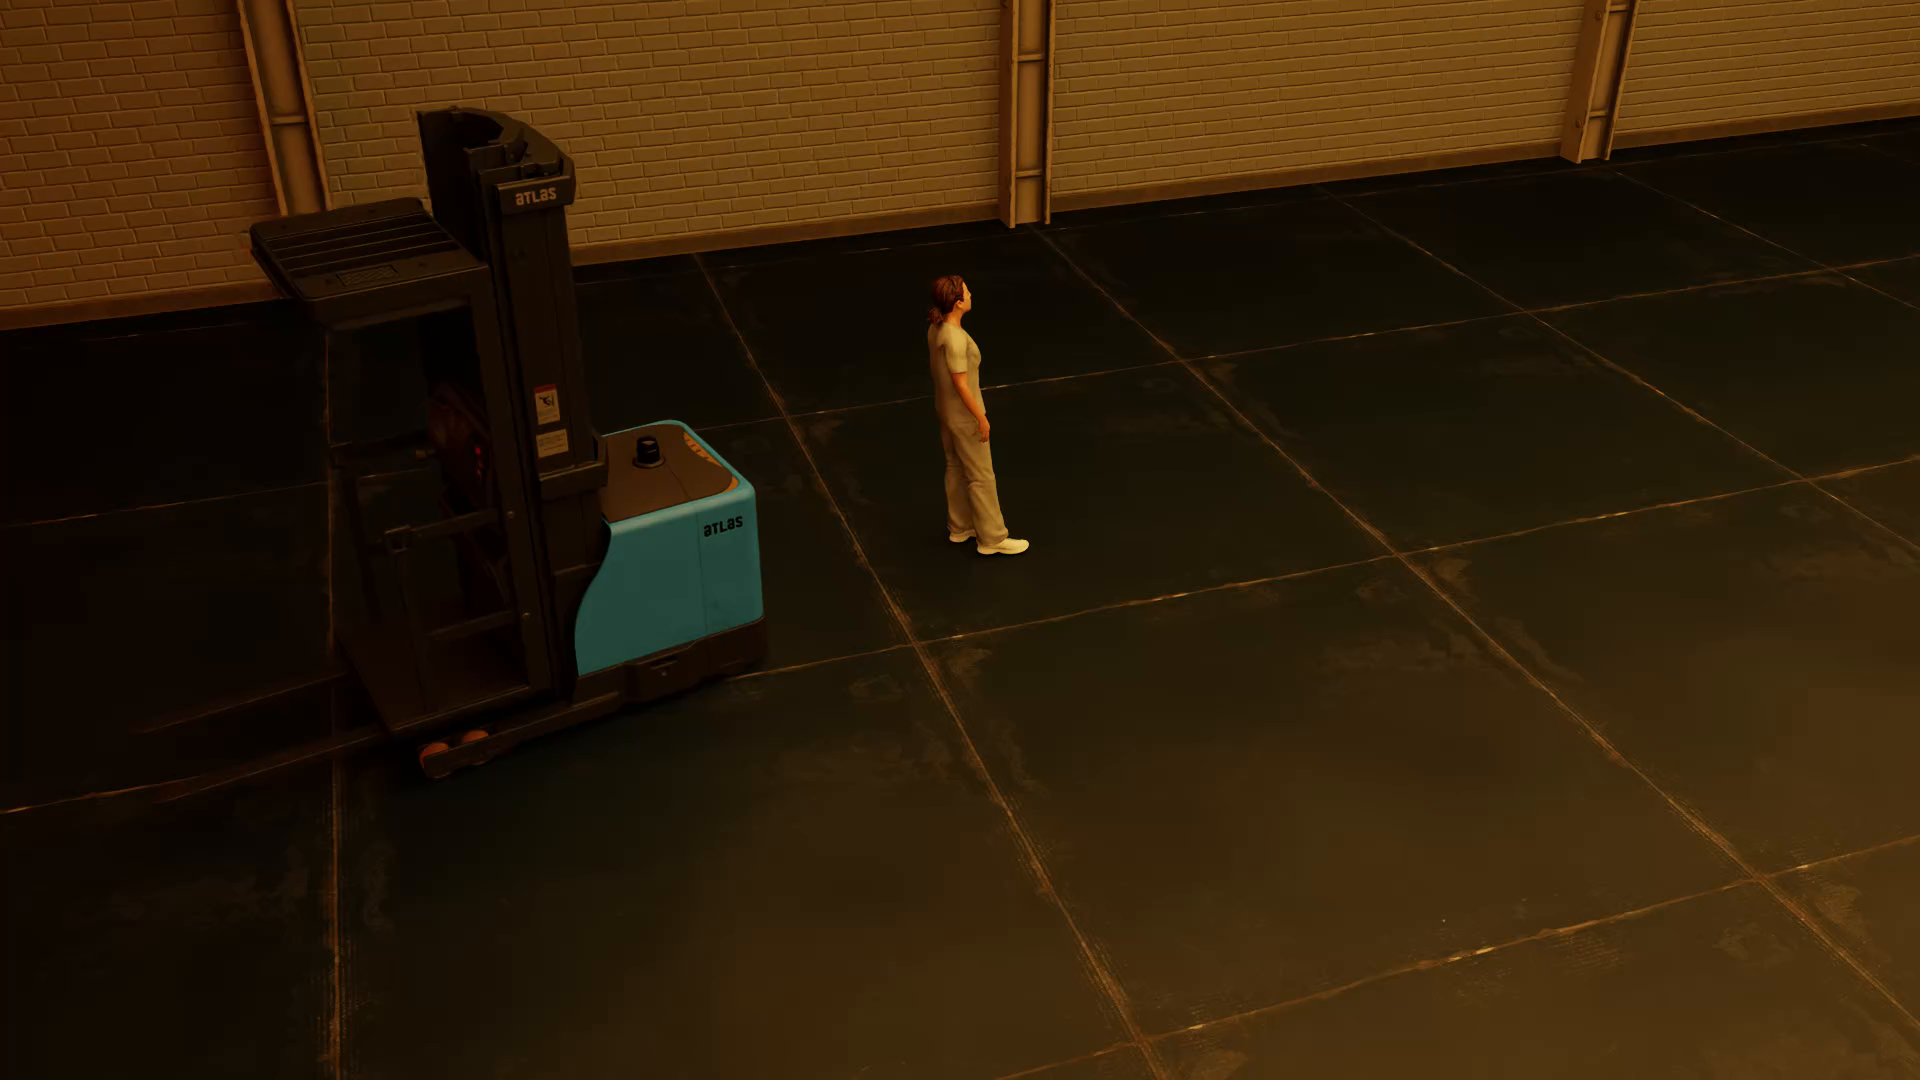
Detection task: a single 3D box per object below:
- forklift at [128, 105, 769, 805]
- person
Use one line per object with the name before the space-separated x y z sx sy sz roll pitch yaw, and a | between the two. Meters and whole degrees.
forklift | -2.541 -0.423 7.822 3.031 2.935 1.130 -17 34 -27
person | 0.075 -0.734 9.616 0.548 1.663 0.549 -10 31 -16
